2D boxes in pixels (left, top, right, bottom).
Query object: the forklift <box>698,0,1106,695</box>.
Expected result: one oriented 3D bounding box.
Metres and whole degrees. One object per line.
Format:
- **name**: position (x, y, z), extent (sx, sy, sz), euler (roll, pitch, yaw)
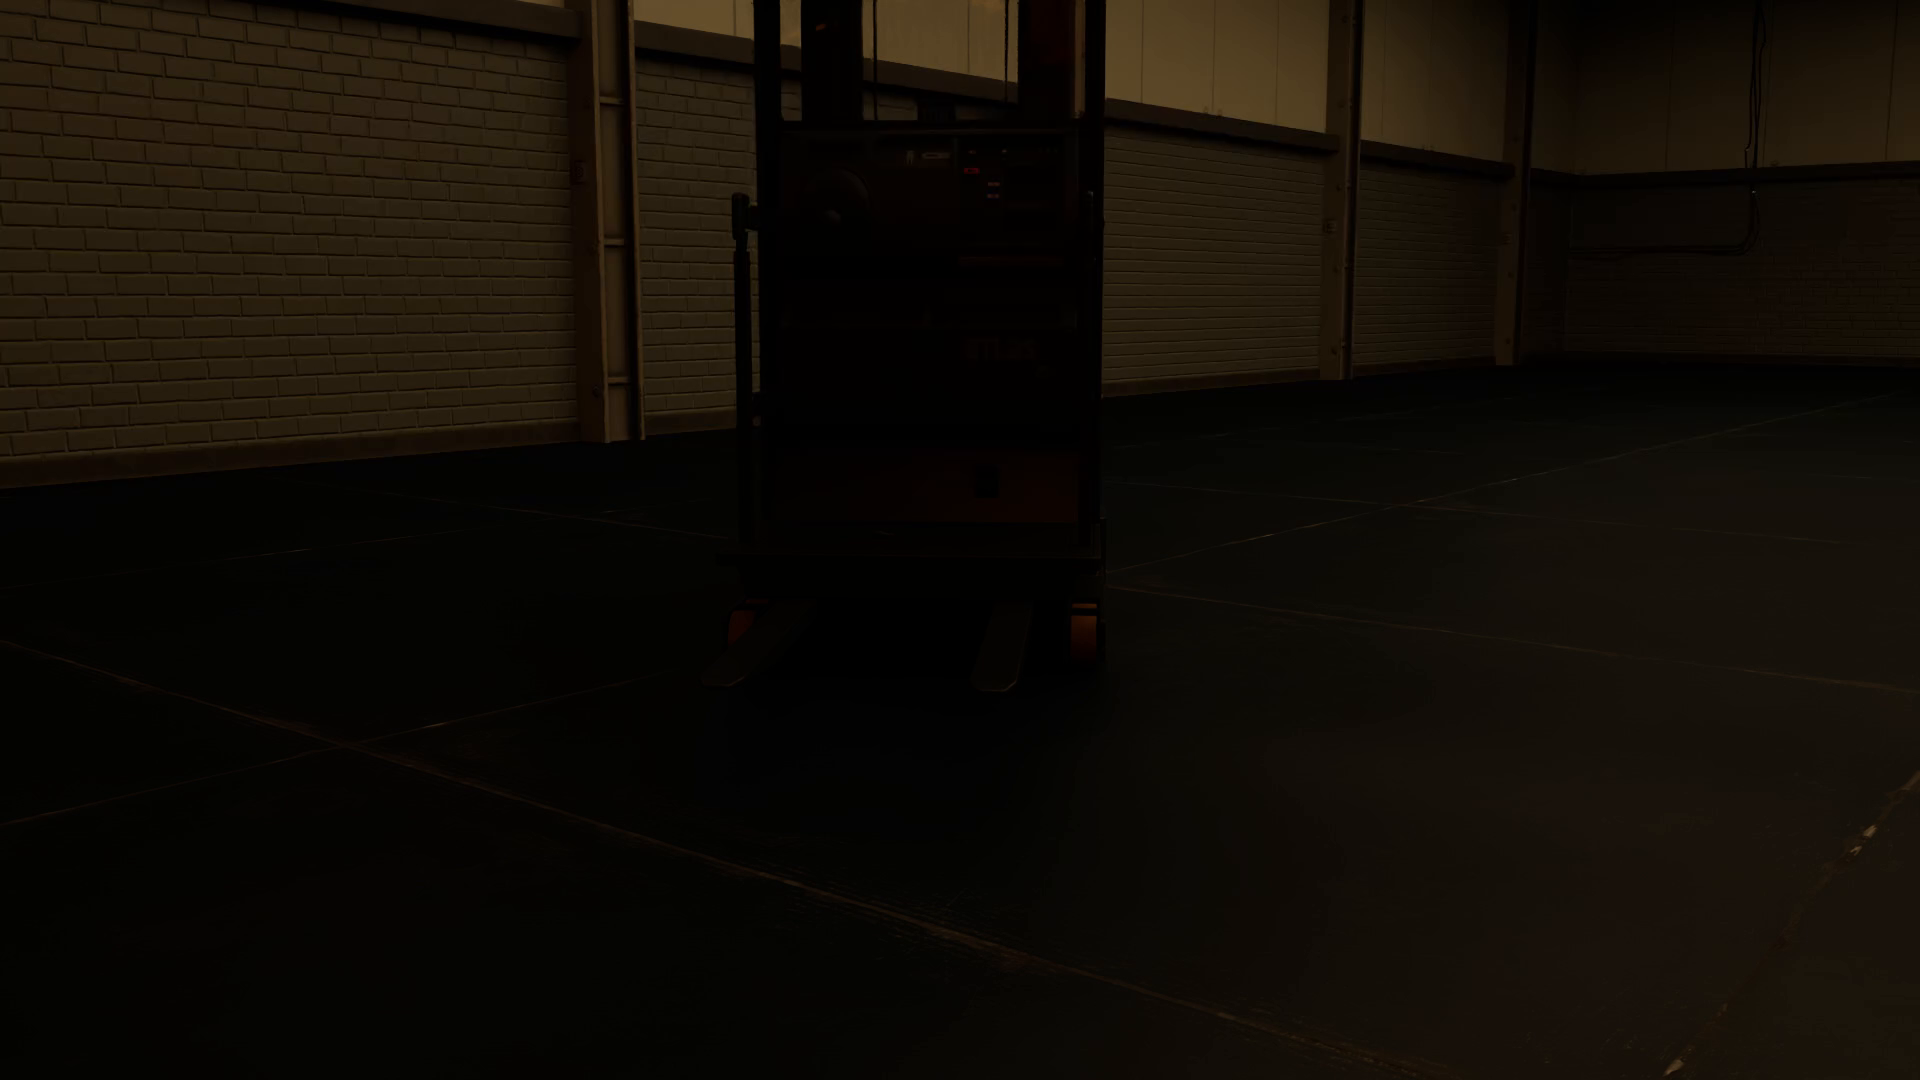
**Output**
- **forklift**: position (-0.113, -1.122, 4.949), extent (1.130, 2.935, 3.031), euler (1, 8, 5)
